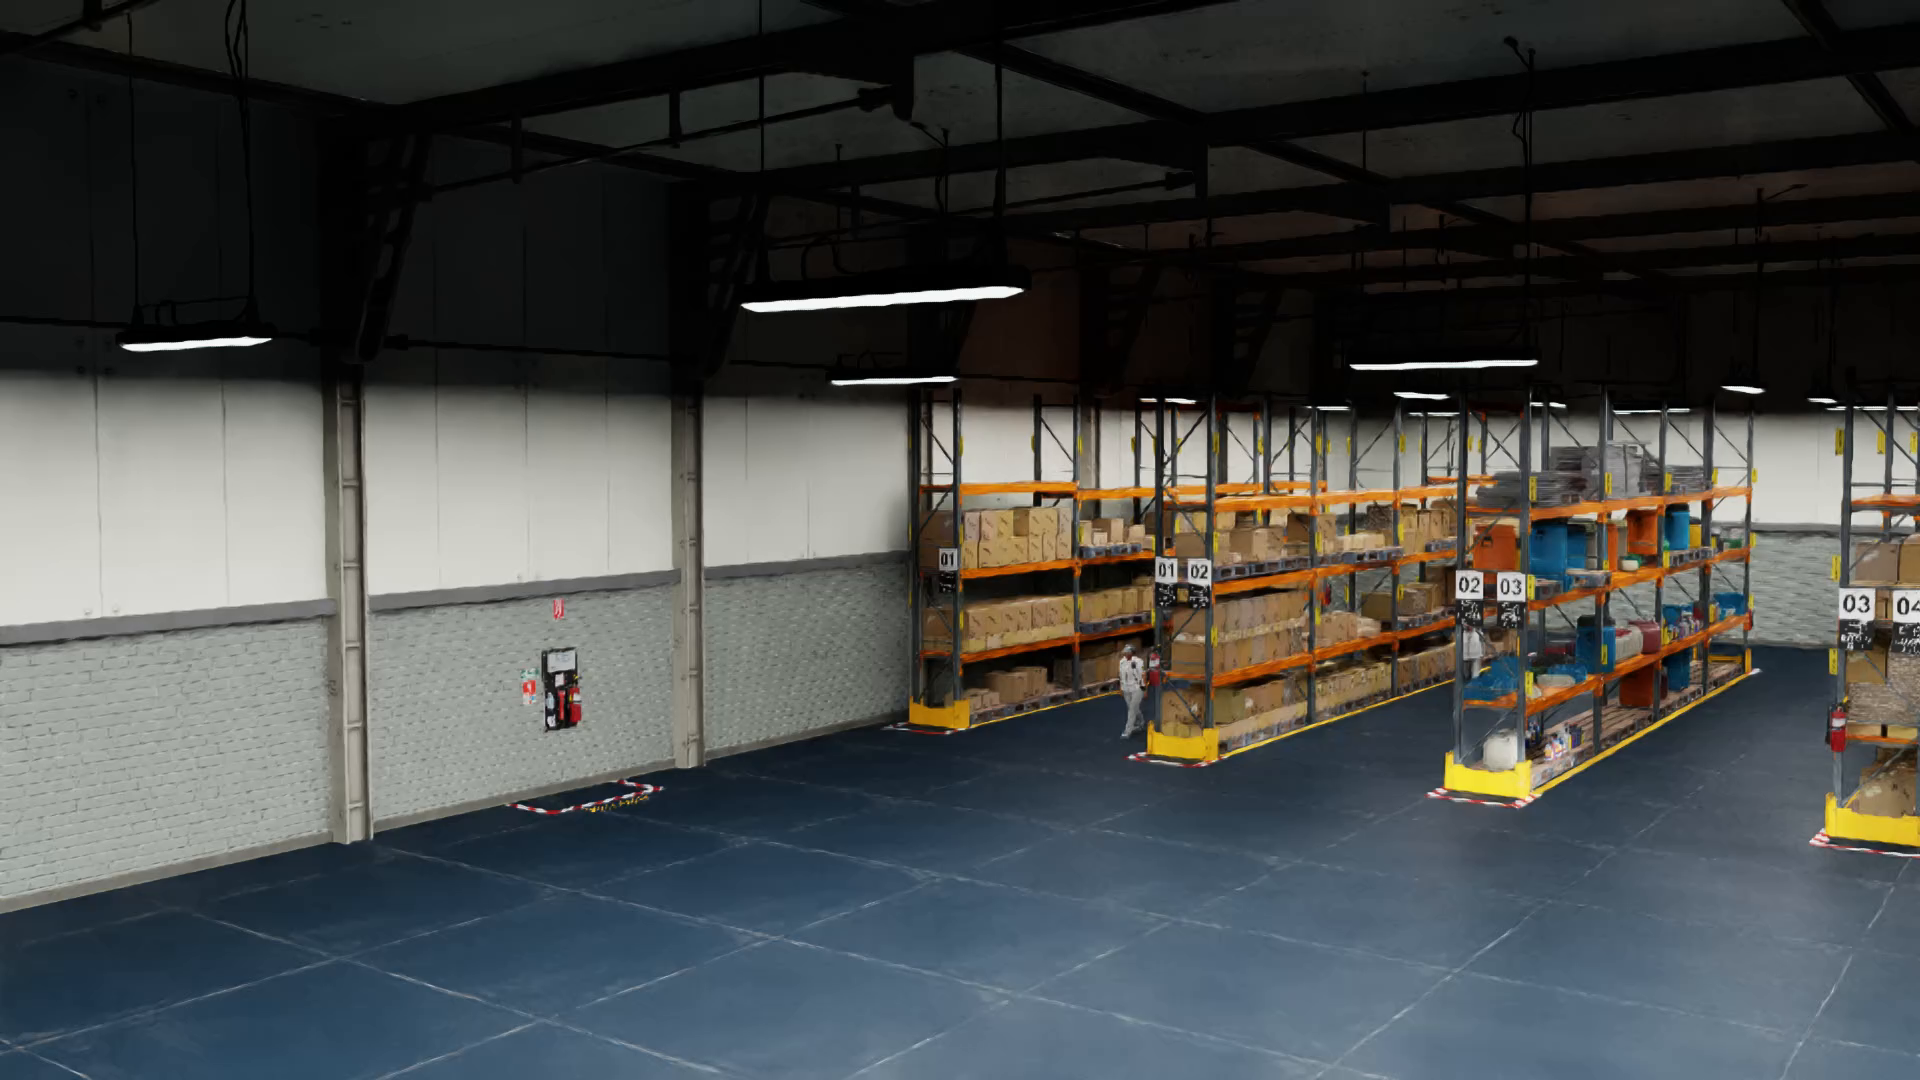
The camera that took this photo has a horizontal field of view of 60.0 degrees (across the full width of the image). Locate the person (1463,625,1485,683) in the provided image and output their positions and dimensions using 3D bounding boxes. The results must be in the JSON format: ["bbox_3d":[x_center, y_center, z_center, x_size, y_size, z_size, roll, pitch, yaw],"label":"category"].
[{"bbox_3d":[9.975,2.281,32.555,0.538,1.715,1.026,2,4,28],"label":"person"}]

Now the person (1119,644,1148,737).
[{"bbox_3d":[2.951,2.559,28.656,0.497,1.573,1.090,3,4,38],"label":"person"}]
